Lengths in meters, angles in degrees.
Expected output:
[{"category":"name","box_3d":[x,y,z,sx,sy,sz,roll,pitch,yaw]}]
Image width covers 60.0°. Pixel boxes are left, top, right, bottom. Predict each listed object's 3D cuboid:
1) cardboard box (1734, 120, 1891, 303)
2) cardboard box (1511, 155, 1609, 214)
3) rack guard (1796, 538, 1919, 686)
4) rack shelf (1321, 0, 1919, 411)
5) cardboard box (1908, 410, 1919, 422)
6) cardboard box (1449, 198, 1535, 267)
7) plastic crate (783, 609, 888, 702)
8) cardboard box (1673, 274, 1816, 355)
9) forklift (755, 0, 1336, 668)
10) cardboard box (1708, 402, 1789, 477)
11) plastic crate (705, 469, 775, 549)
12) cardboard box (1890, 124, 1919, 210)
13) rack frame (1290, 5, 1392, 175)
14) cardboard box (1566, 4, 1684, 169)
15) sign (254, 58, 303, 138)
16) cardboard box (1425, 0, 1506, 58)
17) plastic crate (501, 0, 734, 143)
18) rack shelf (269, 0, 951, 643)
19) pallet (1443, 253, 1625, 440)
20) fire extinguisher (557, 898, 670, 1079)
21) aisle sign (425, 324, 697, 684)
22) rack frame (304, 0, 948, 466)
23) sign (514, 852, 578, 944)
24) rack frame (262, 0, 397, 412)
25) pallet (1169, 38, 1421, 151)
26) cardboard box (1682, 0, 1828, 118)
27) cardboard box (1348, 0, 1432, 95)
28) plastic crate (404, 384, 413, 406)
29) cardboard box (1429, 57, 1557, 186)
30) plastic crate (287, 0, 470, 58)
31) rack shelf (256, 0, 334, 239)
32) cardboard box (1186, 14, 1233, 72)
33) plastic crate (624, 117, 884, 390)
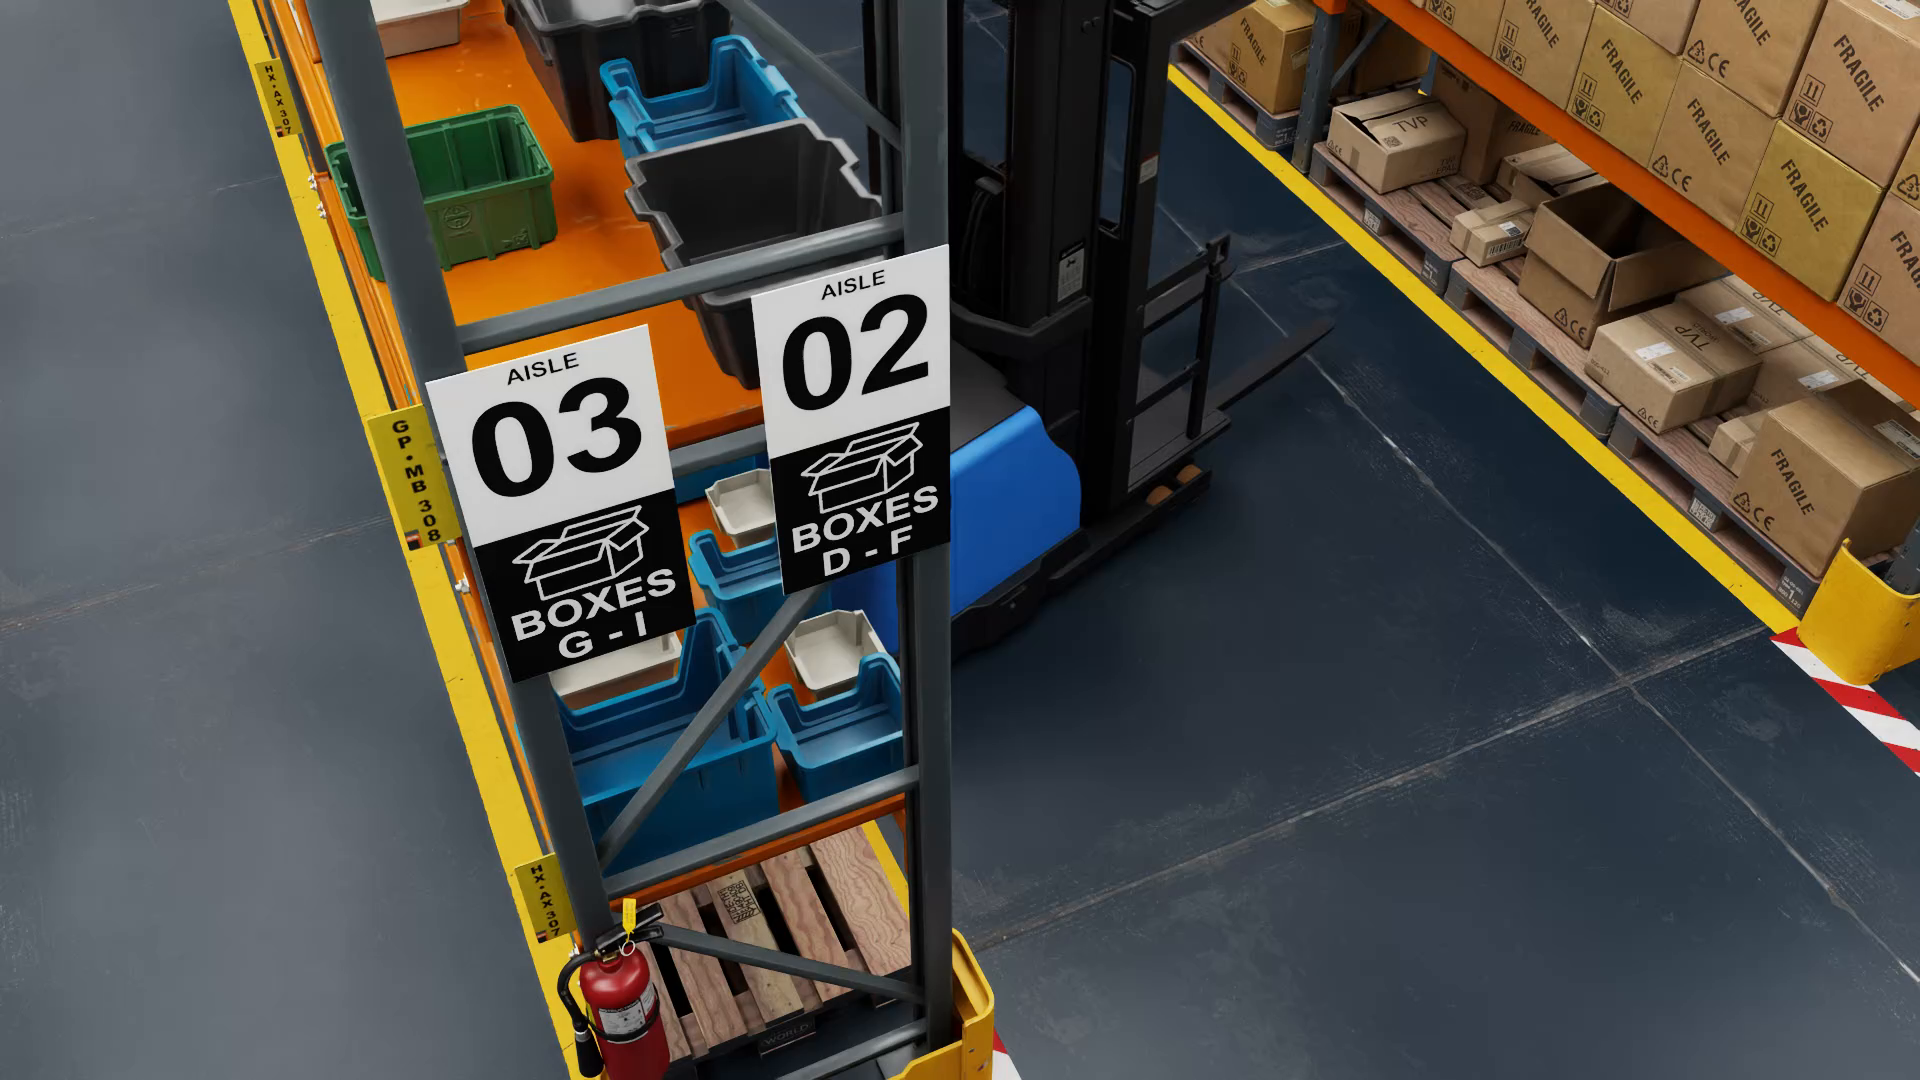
[{"category":"cardboard box","box_3d":[3.340,-1.283,6.212,0.500,0.500,0.500,-18,47,-17]},{"category":"cardboard box","box_3d":[3.127,-1.704,8.311,0.500,0.311,0.500,-18,47,-17]},{"category":"rack guard","box_3d":[3.964,0.129,6.632,1.175,0.500,0.348,-18,47,-17]},{"category":"rack shelf","box_3d":[3.155,-1.731,7.250,1.077,0.370,4.000,-18,47,-17]},{"category":"cardboard box","box_3d":[4.027,-0.388,7.081,0.380,0.166,0.250,-18,47,-17]},{"category":"cardboard box","box_3d":[2.667,-1.530,8.238,0.380,0.166,0.250,-18,47,-17]},{"category":"plastic crate","box_3d":[-0.365,0.337,4.787,0.250,0.136,0.298,-18,47,-17]},{"category":"cardboard box","box_3d":[3.604,-0.958,7.599,0.500,0.250,0.500,-18,47,-17]},{"category":"forklift","box_3d":[0.456,-1.350,6.401,3.031,2.935,1.130,-34,54,-30]},{"category":"cardboard box","box_3d":[3.455,-0.419,7.112,0.380,0.166,0.250,-18,47,-17]},{"category":"plastic crate","box_3d":[-0.650,-0.095,5.225,0.250,0.136,0.298,-18,47,-17]},{"category":"cardboard box","box_3d":[3.559,-1.307,5.524,0.500,0.500,0.500,-18,48,-18]},{"category":"rack frame","box_3d":[2.314,-3.262,8.289,1.000,3.000,0.127,-18,47,-17]},{"category":"cardboard box","box_3d":[2.923,-1.924,6.861,0.500,0.500,0.500,-19,48,-18]},{"category":"sign","box_3d":[-2.681,-1.738,6.548,0.100,0.325,0.005,-18,47,-17]},{"category":"cardboard box","box_3d":[2.499,-2.567,7.513,0.500,0.500,0.500,-17,47,-17]},{"category":"plastic crate","box_3d":[-0.893,-1.353,4.263,0.504,0.338,0.767,-18,47,-17]},{"category":"rack shelf","box_3d":[-1.341,-1.338,4.716,1.077,0.370,4.000,-18,47,-17]},{"category":"pallet","box_3d":[3.119,-1.052,8.035,1.003,0.211,1.213,-18,47,-17]},{"category":"fire extinguisher","box_3d":[-0.849,1.138,4.150,0.296,0.674,0.183,-18,47,-17]},{"category":"aisle sign","box_3d":[-0.735,-0.045,3.178,0.394,0.787,0.004,-18,47,-17]},{"category":"rack frame","box_3d":[-0.500,-1.388,2.118,1.000,3.000,0.127,-18,47,-17]},{"category":"sign","box_3d":[-0.992,0.863,3.993,0.100,0.325,0.005,-18,47,-17]},{"category":"rack frame","box_3d":[-2.182,-1.801,6.809,1.000,3.000,0.127,-18,47,-17]},{"category":"pallet","box_3d":[1.938,-2.776,9.782,1.003,0.211,1.213,-18,47,-17]},{"category":"cardboard box","box_3d":[3.124,-1.957,6.184,0.500,0.500,0.500,-17,47,-16]},{"category":"cardboard box","box_3d":[2.332,-2.909,9.398,0.500,0.500,0.500,-20,48,-19]},{"category":"plastic crate","box_3d":[-1.596,-0.447,5.513,0.416,0.233,0.300,-18,47,-17]},{"category":"cardboard box","box_3d":[2.811,-2.249,8.729,0.500,0.500,0.500,-18,47,-17]},{"category":"plastic crate","box_3d":[-1.594,-1.470,4.525,0.437,0.136,0.530,-18,47,-17]},{"category":"rack shelf","box_3d":[-3.022,-2.820,8.353,1.077,0.370,4.000,-18,47,-17]},{"category":"cardboard box","box_3d":[1.646,-3.076,9.567,0.500,0.500,0.500,-18,47,-17]},{"category":"plastic crate","box_3d":[-0.409,-0.601,3.550,0.497,0.269,0.590,-18,47,-17]}]
